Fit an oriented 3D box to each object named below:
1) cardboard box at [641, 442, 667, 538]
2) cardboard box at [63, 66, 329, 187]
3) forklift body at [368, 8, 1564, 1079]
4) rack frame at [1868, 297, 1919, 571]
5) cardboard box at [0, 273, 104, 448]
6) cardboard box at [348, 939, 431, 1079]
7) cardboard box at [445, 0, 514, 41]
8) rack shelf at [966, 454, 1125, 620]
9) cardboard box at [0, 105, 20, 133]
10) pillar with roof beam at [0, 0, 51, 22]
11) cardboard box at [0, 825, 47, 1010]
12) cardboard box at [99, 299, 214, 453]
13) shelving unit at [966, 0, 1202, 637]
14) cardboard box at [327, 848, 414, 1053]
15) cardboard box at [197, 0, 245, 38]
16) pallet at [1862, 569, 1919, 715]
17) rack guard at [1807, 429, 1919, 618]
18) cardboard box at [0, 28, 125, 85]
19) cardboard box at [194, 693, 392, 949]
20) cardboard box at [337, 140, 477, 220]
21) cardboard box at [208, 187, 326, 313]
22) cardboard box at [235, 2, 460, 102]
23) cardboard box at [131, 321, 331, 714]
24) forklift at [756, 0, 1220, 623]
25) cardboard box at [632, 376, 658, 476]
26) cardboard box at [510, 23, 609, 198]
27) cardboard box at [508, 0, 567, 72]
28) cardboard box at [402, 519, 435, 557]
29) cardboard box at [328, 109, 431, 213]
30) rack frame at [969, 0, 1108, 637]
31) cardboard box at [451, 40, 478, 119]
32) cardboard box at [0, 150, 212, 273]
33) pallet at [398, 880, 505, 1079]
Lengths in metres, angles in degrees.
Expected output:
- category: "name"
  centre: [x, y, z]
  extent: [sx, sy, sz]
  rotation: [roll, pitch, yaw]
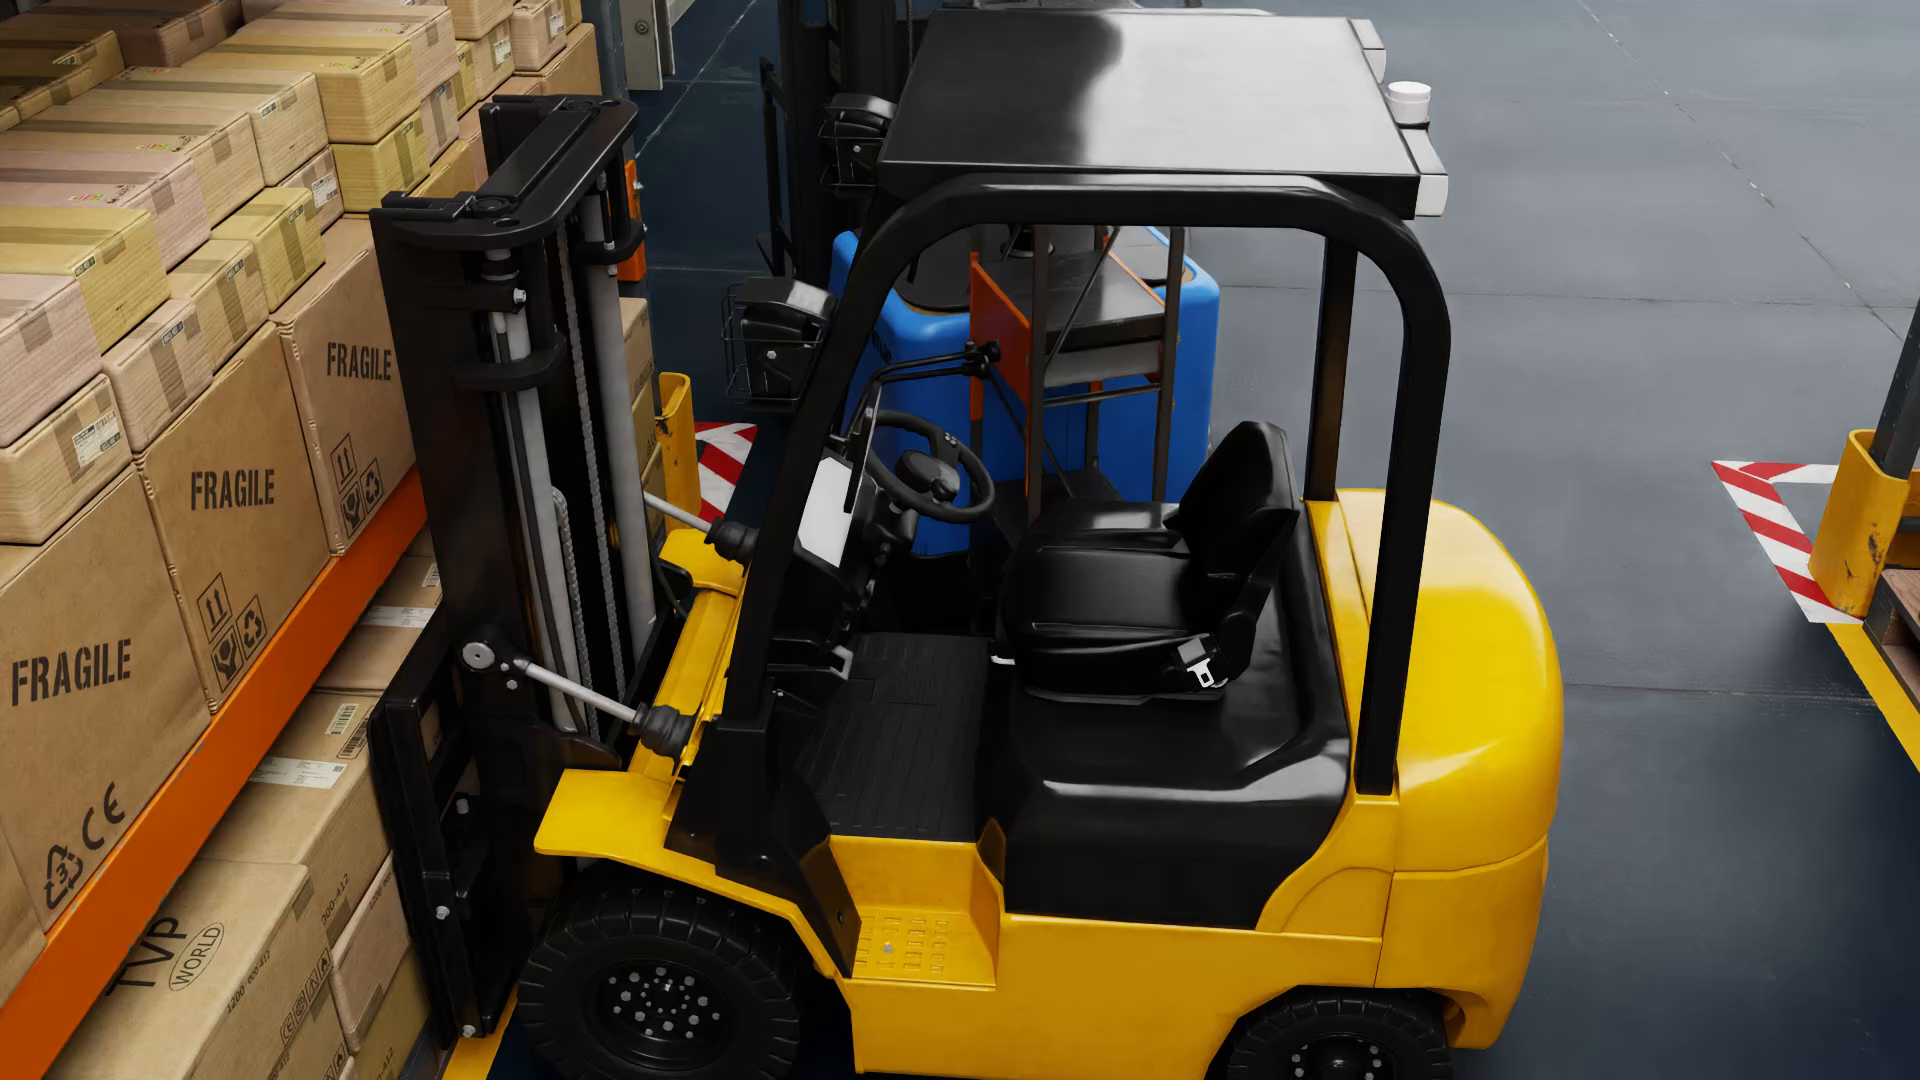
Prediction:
- category: "cardboard box"
  centre: [-1.239, -0.096, 5.267]
  extent: [0.500, 0.250, 0.500]
  rotation: [3, 32, 4]
- category: "cardboard box"
  centre: [-1.454, -0.794, 3.181]
  extent: [0.380, 0.149, 0.250]
  rotation: [3, 32, 5]
- category: "forklift body"
  centre: [0.148, 0.084, 3.564]
  extent: [2.313, 2.155, 1.214]
  rotation: [2, 32, 4]
- category: "rack frame"
  centre: [3.432, -1.137, 4.735]
  extent: [1.000, 3.000, 0.127]
  rotation: [2, 32, 4]
- category: "cardboard box"
  centre: [-1.453, -0.259, 2.314]
  extent: [0.380, 0.149, 0.250]
  rotation: [3, 32, 5]
- category: "cardboard box"
  centre: [-1.420, 0.962, 3.550]
  extent: [0.500, 0.250, 0.500]
  rotation: [3, 32, 5]
- category: "cardboard box"
  centre: [-1.318, -1.328, 4.048]
  extent: [0.380, 0.149, 0.250]
  rotation: [3, 32, 5]
- category: "rack shelf"
  centre: [0.297, 0.112, 4.927]
  extent: [0.431, 0.518, 0.480]
  rotation: [-10, 33, -15]
- category: "cardboard box"
  centre: [-1.928, -0.680, 2.997]
  extent: [0.380, 0.149, 0.250]
  rotation: [3, 32, 5]
- category: "pillar with roof beam"
  centre: [1.820, -3.391, 2.676]
  extent: [9.100, 9.000, 0.400]
  rotation: [2, 32, 4]
- category: "cardboard box"
  centre: [-1.545, 0.481, 2.015]
  extent: [0.500, 0.500, 0.500]
  rotation: [2, 32, 3]
- category: "cardboard box"
  centre: [-1.423, -0.265, 2.608]
  extent: [0.380, 0.149, 0.250]
  rotation: [2, 32, 3]
- category: "shelving unit"
  centre: [0.297, -0.495, 4.553]
  extent: [0.431, 2.100, 0.503]
  rotation: [-10, 33, -15]
- category: "cardboard box"
  centre: [-1.403, 0.758, 3.405]
  extent: [0.500, 0.250, 0.500]
  rotation: [2, 32, 4]
- category: "cardboard box"
  centre: [-1.853, -1.223, 3.878]
  extent: [0.380, 0.149, 0.250]
  rotation: [3, 32, 4]
- category: "pallet"
  centre: [3.324, 0.513, 4.716]
  extent: [1.003, 0.211, 1.213]
  rotation: [2, 32, 4]
- category: "rack guard"
  centre: [3.426, -0.033, 5.327]
  extent: [1.175, 0.500, 0.348]
  rotation: [2, 32, 4]
- category: "cardboard box"
  centre: [-1.969, -0.951, 3.437]
  extent: [0.380, 0.149, 0.250]
  rotation: [2, 32, 3]
- category: "cardboard box"
  centre: [-1.408, 0.544, 3.276]
  extent: [0.500, 0.250, 0.500]
  rotation: [3, 32, 6]
- category: "cardboard box"
  centre: [-1.387, -0.582, 3.740]
  extent: [0.500, 0.500, 0.500]
  rotation: [2, 32, 3]
- category: "cardboard box"
  centre: [-1.408, -0.537, 3.049]
  extent: [0.380, 0.149, 0.250]
  rotation: [2, 32, 3]
- category: "cardboard box"
  centre: [-1.323, -1.060, 3.613]
  extent: [0.380, 0.149, 0.250]
  rotation: [3, 32, 5]
- category: "cardboard box"
  centre: [-1.479, -0.057, 2.887]
  extent: [0.500, 0.500, 0.500]
  rotation: [2, 32, 3]
- category: "forklift"
  centre: [-0.139, -1.753, 5.802]
  extent: [1.130, 2.935, 3.031]
  rotation: [-10, 33, -15]
- category: "cardboard box"
  centre: [-1.244, -0.300, 5.122]
  extent: [0.500, 0.250, 0.500]
  rotation: [2, 32, 3]
- category: "cardboard box"
  centre: [-1.294, -1.121, 4.614]
  extent: [0.500, 0.500, 0.500]
  rotation: [2, 32, 3]
- category: "cardboard box"
  centre: [-1.256, -1.337, 4.347]
  extent: [0.380, 0.149, 0.250]
  rotation: [3, 32, 5]
- category: "cardboard box"
  centre: [-1.309, 0.005, 4.150]
  extent: [0.500, 0.250, 0.500]
  rotation: [3, 32, 5]
- category: "cardboard box"
  centre: [-1.345, -0.800, 3.476]
  extent: [0.380, 0.149, 0.250]
  rotation: [3, 32, 4]
- category: "rack frame"
  centre: [0.222, -0.617, 4.750]
  extent: [0.400, 2.100, 0.015]
  rotation: [-10, 33, -15]
- category: "cardboard box"
  centre: [-1.369, -1.075, 3.922]
  extent: [0.380, 0.149, 0.250]
  rotation: [2, 32, 4]
- category: "cardboard box"
  centre: [-1.494, -0.532, 2.756]
  extent: [0.380, 0.149, 0.250]
  rotation: [2, 32, 4]
- category: "pallet"
  centre: [-1.638, 0.878, 4.124]
  extent: [1.003, 0.211, 1.213]
  rotation: [2, 32, 4]
